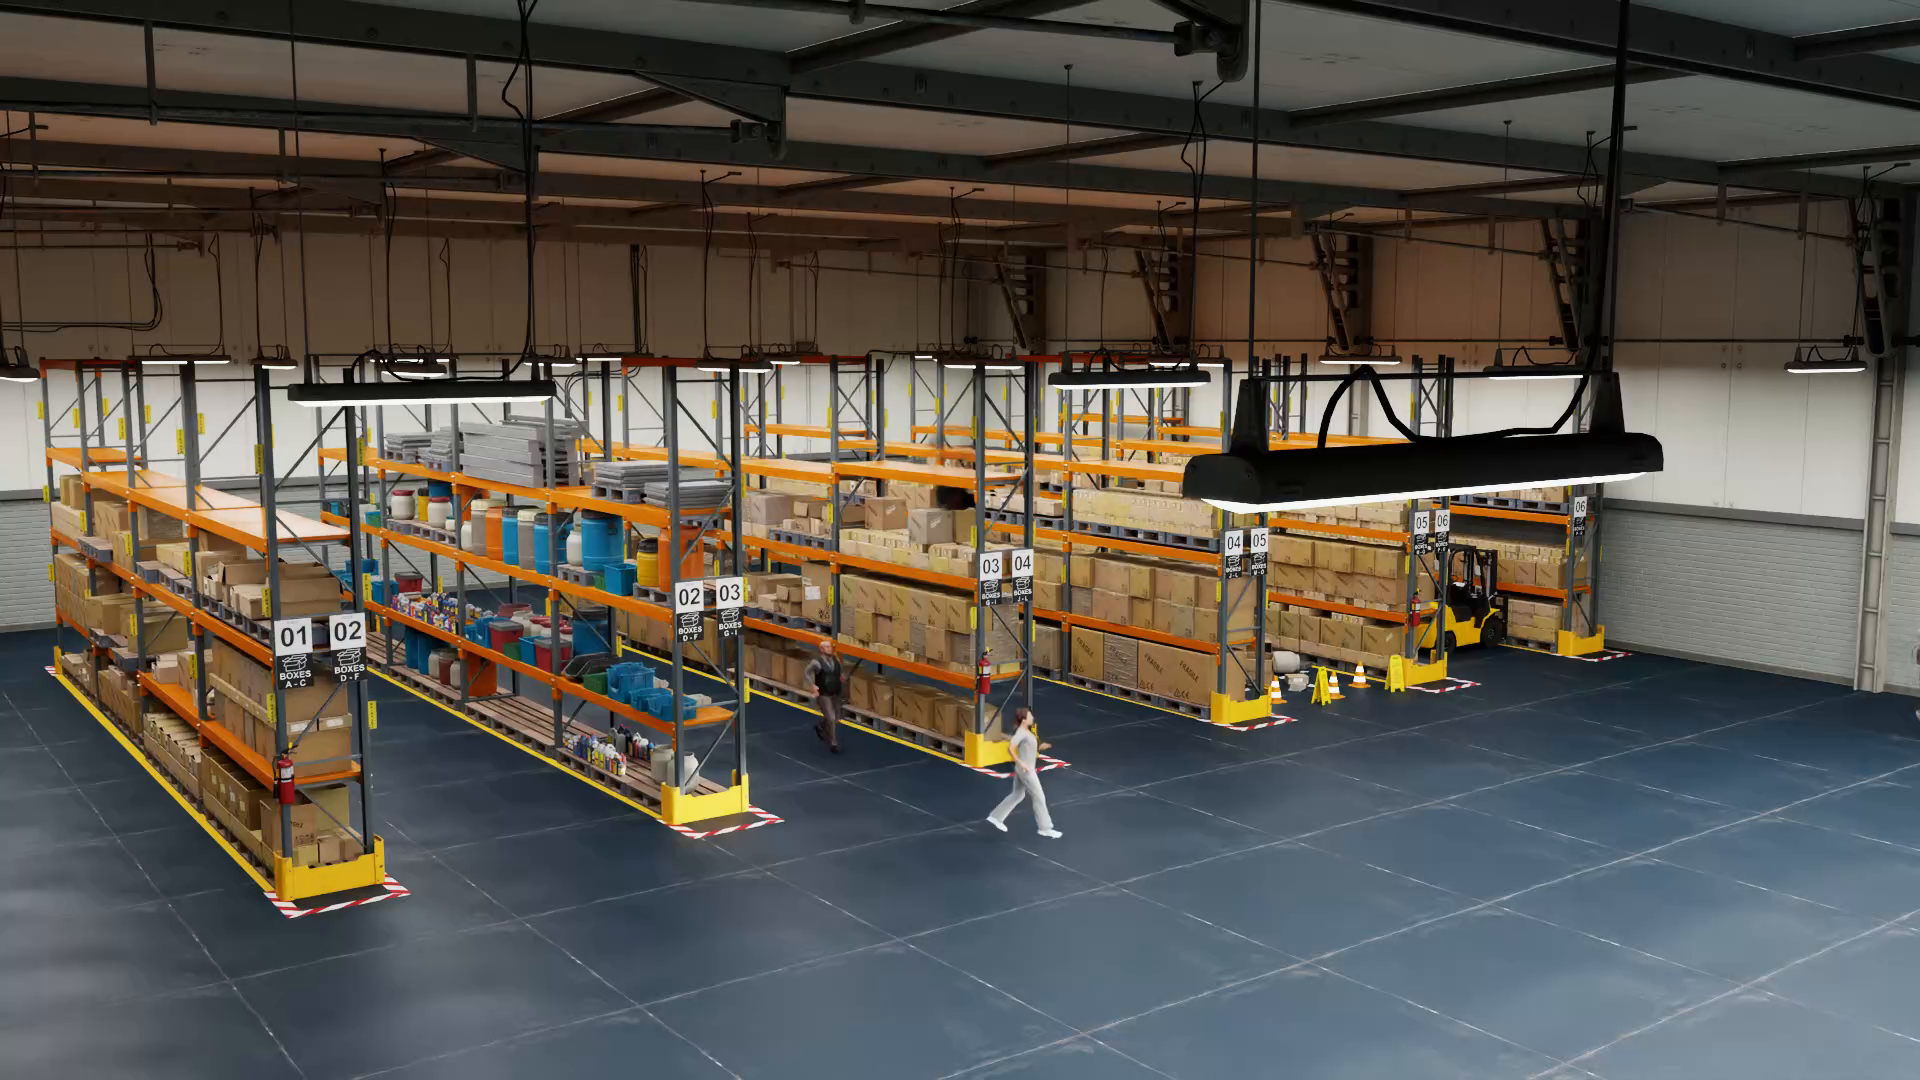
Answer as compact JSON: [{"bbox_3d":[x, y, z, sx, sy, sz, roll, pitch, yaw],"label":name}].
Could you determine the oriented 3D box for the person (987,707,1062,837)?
[{"bbox_3d":[0.838,2.944,21.129,0.919,1.666,0.559,0,7,-2],"label":"person"}]

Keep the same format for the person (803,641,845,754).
[{"bbox_3d":[-2.055,2.400,25.694,0.667,1.699,0.915,-6,9,-40],"label":"person"}]
